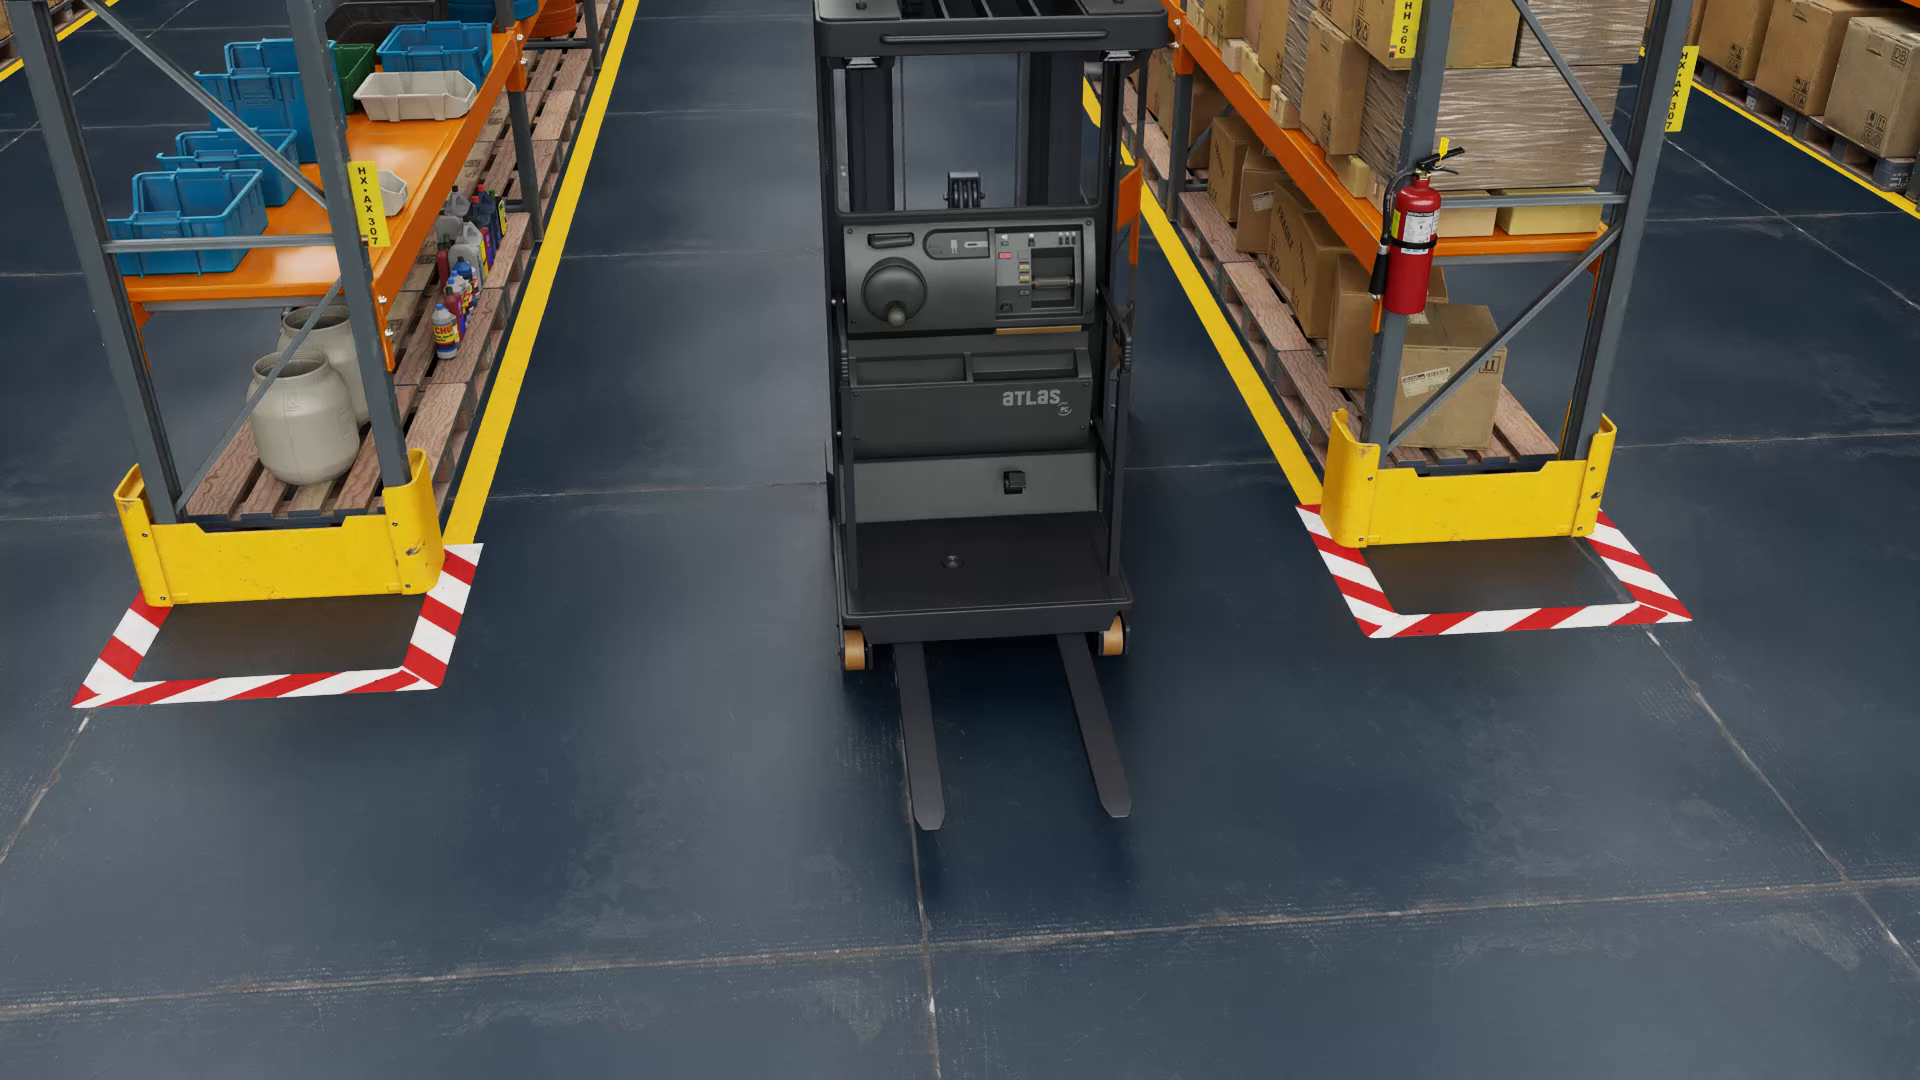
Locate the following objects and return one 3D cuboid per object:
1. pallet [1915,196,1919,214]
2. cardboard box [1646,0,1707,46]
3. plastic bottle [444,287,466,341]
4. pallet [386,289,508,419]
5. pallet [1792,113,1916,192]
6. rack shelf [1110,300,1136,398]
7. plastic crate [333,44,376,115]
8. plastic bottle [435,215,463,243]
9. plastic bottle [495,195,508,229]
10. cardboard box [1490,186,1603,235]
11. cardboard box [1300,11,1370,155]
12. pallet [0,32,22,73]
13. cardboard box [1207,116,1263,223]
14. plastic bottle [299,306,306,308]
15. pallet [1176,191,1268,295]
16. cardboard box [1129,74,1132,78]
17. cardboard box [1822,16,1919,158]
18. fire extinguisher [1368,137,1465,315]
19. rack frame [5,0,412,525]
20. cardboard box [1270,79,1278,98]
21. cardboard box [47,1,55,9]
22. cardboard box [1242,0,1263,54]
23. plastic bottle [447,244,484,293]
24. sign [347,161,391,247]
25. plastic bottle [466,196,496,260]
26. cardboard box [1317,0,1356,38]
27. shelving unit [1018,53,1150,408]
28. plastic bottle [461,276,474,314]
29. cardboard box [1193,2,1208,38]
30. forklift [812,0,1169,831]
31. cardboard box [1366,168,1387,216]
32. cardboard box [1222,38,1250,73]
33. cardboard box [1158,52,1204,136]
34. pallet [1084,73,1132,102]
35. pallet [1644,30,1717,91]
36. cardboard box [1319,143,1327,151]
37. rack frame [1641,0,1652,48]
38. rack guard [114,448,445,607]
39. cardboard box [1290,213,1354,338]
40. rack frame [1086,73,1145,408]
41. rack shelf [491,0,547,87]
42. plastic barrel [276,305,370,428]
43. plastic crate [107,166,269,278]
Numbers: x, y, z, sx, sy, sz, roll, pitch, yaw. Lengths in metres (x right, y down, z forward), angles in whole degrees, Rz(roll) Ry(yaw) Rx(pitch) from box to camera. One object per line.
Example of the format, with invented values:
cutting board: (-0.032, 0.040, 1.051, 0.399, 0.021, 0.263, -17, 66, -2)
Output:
pallet: (6.775, -1.968, 10.339, 1.003, 0.211, 1.213, -3, 31, -5)
cardboard box: (6.375, -4.499, 13.641, 1.050, 0.750, 0.750, -3, 31, -5)
plastic bottle: (-2.586, -1.171, 8.506, 0.061, 0.283, 0.133, -2, 31, -4)
pallet: (-2.959, -0.968, 8.664, 1.003, 0.211, 1.213, -3, 31, -5)
pallet: (6.634, -2.750, 11.649, 1.003, 0.211, 1.213, -3, 31, -5)
rack shelf: (0.557, -0.869, 8.049, 0.431, 0.518, 0.480, 14, 33, 21)
plastic crate: (-3.252, -2.336, 8.443, 0.450, 0.188, 0.662, -3, 31, -5)
plastic bottle: (-2.878, -1.721, 9.432, 0.152, 0.276, 0.135, -3, 31, -5)
plastic bottle: (-2.753, -1.951, 9.891, 0.097, 0.201, 0.097, 0, 31, 0)
cardboard box: (2.418, -1.378, 6.877, 0.380, 0.149, 0.250, -3, 31, -5)
cardboard box: (2.017, -2.031, 7.338, 0.875, 0.500, 0.500, -3, 31, -5)
pallet: (-8.435, -4.126, 13.953, 1.003, 0.211, 1.213, -3, 31, -5)
cardboard box: (1.831, -2.272, 10.157, 0.500, 0.500, 0.500, -4, 31, -6)
plastic bottle: (-3.328, -1.158, 8.490, 0.152, 0.276, 0.135, -3, 31, -4)
pallet: (1.932, -1.833, 10.113, 1.003, 0.211, 1.213, -3, 31, -5)
cardboard box: (1.607, -3.905, 12.872, 0.700, 0.500, 0.500, -5, 31, -9)
cardboard box: (6.634, -3.084, 11.273, 1.050, 0.750, 0.750, -3, 31, -5)
fire extinguisher: (1.759, -1.215, 6.435, 0.296, 0.674, 0.183, -3, 31, -5)
rack frame: (-2.724, -1.092, 6.152, 1.000, 3.000, 0.127, -3, 31, -5)
cardboard box: (1.776, -2.248, 8.334, 0.380, 0.149, 0.250, -3, 31, -5)
cardboard box: (-8.258, -4.826, 14.413, 0.500, 0.500, 0.500, -3, 31, -5)
cardboard box: (1.973, -2.802, 8.628, 0.875, 0.500, 0.500, -3, 31, -5)
plastic bottle: (-2.691, -1.492, 9.050, 0.152, 0.276, 0.135, -2, 31, -4)
sign: (-2.176, -1.235, 6.122, 0.100, 0.325, 0.005, -3, 31, -5)
plastic bottle: (-2.732, -1.773, 9.447, 0.144, 0.351, 0.185, -4, 31, -7)
cardboard box: (1.858, -2.453, 7.069, 0.500, 0.500, 0.500, -3, 31, -5)
shelving unit: (0.557, -1.482, 7.683, 0.431, 2.100, 0.503, 14, 33, 21)
plastic bottle: (-2.634, -1.296, 8.795, 0.097, 0.201, 0.097, 0, 31, 0)
cardboard box: (1.565, -3.011, 9.611, 0.380, 0.149, 0.250, -3, 31, -5)
forklift: (0.062, -0.937, 5.960, 1.130, 2.935, 3.031, -3, 31, -5)
cardboard box: (1.953, -1.484, 7.055, 0.380, 0.149, 0.250, -3, 31, -5)
cardboard box: (1.631, -2.628, 8.969, 0.380, 0.149, 0.250, -3, 31, -5)
cardboard box: (1.772, -3.046, 11.433, 0.700, 0.500, 0.500, -3, 31, -5)
pallet: (1.532, -3.817, 13.435, 1.003, 0.211, 1.213, -3, 31, -5)
pallet: (6.406, -3.996, 13.734, 1.003, 0.211, 1.213, -3, 31, -5)
cardboard box: (1.888, -1.868, 7.696, 0.380, 0.149, 0.250, -3, 31, -5)
rack frame: (6.408, -5.599, 13.699, 1.000, 3.000, 0.127, -3, 31, -5)
rack guard: (-2.778, -0.055, 6.855, 1.175, 0.500, 0.348, -3, 31, -5)
cardboard box: (2.036, -1.380, 8.663, 0.500, 0.500, 0.500, 0, 31, 0)
rack frame: (0.661, -1.595, 7.873, 0.400, 2.100, 0.015, 14, 33, 21)
rack shelf: (-3.284, -3.846, 11.465, 1.077, 0.370, 4.000, -3, 31, -5)
plastic barrel: (-2.908, -0.792, 7.668, 0.421, 0.512, 0.421, 0, 31, 0)
plastic crate: (-3.068, -1.269, 6.594, 0.499, 0.251, 0.616, -3, 31, -5)
